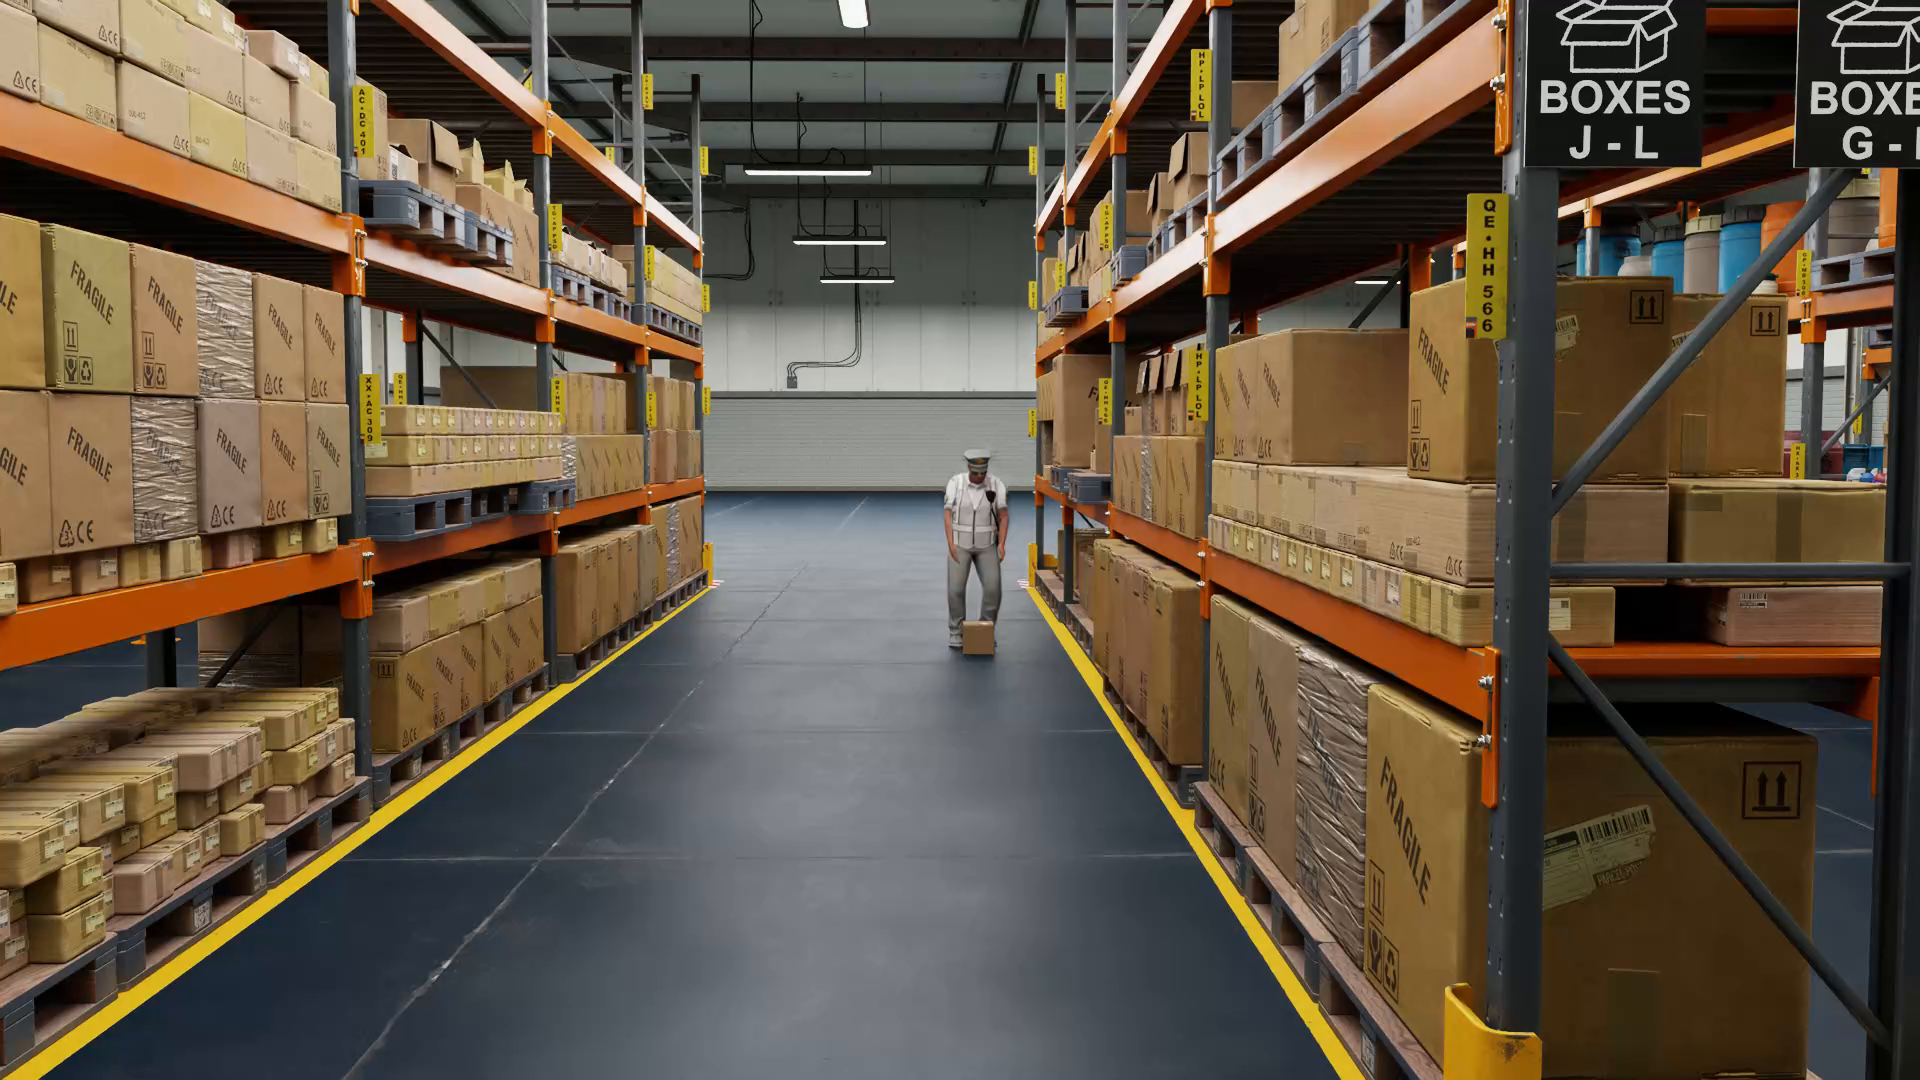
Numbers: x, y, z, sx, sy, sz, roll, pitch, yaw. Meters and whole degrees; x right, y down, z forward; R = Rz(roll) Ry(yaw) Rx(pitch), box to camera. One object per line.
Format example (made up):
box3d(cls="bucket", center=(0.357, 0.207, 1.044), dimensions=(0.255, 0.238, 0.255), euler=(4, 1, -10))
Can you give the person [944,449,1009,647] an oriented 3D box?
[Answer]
box3d(cls="person", center=(0.141, 0.068, 14.214), dimensions=(0.561, 1.690, 0.517), euler=(0, 4, -2))
